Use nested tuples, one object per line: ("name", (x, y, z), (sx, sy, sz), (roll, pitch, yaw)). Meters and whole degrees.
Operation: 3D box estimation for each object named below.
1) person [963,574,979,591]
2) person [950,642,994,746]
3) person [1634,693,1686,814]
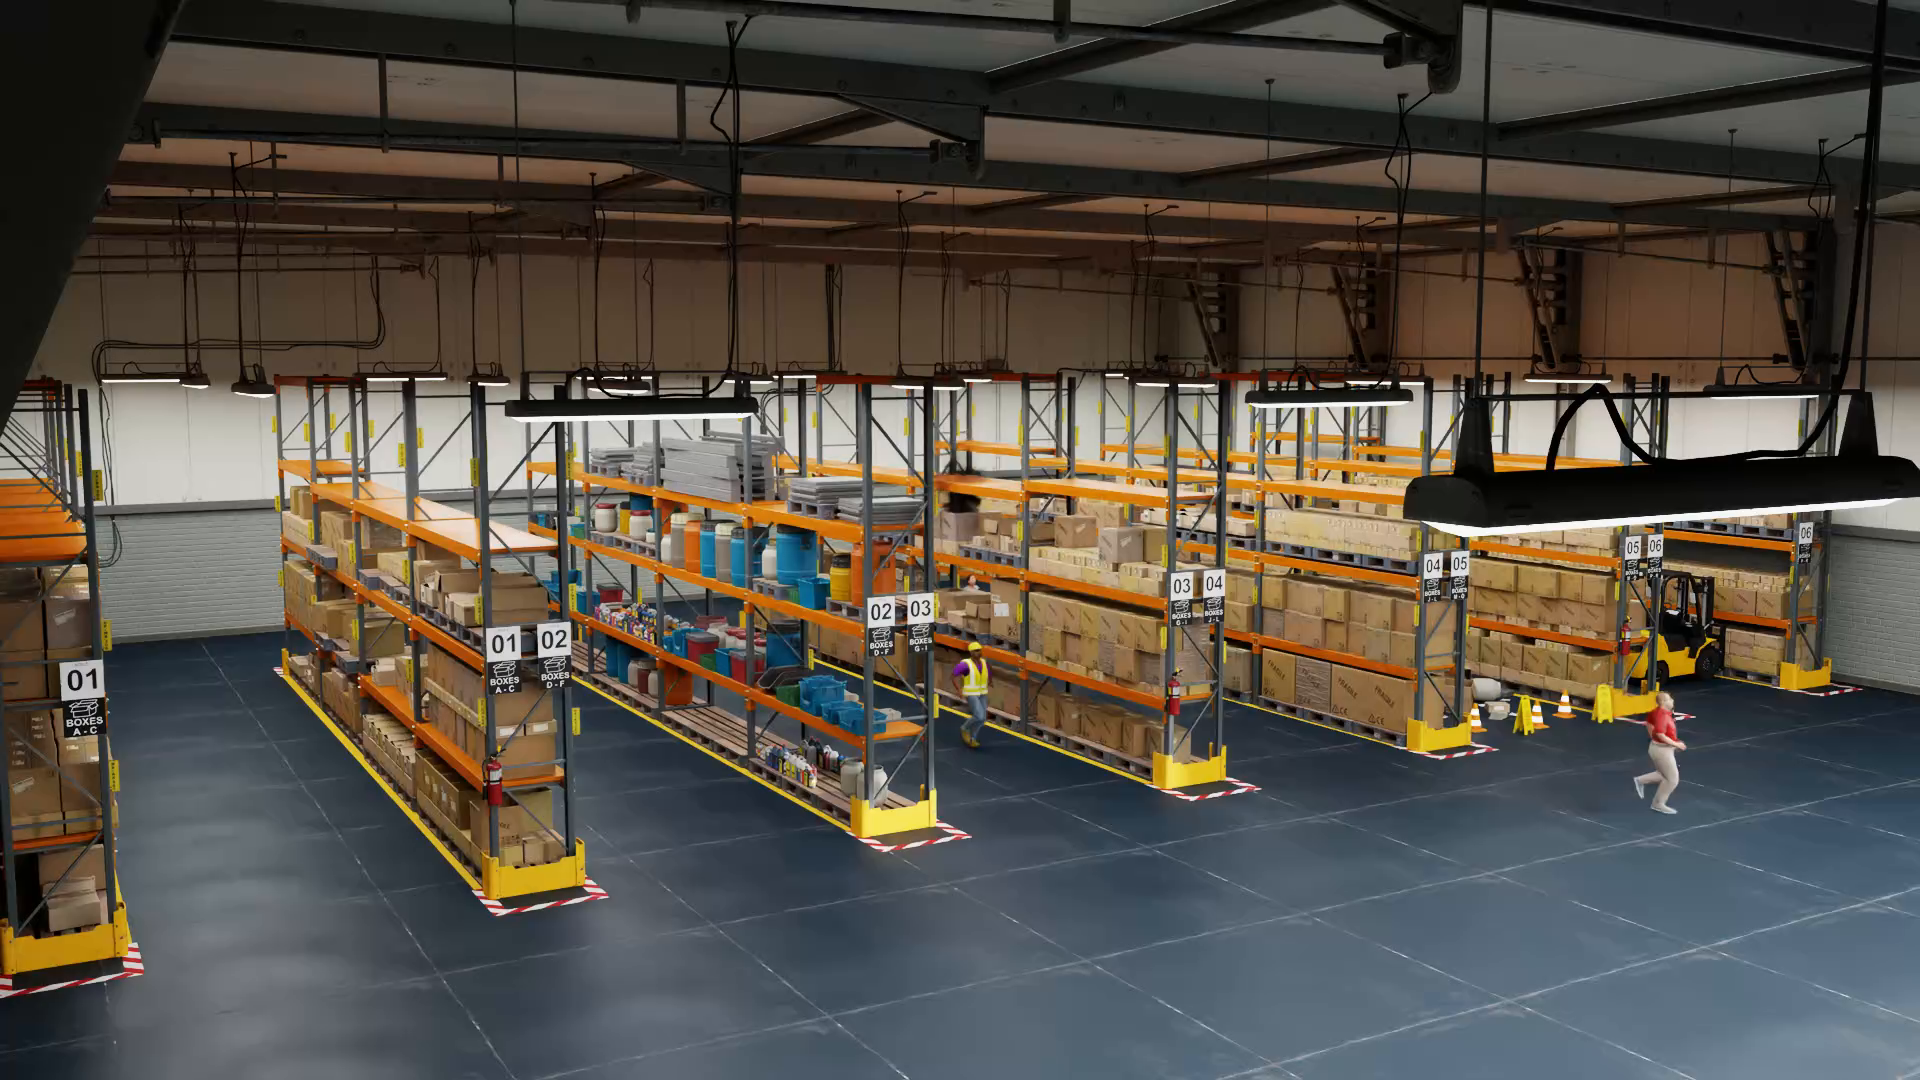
("person", (0.297, 1.575, 36.210), (0.541, 1.582, 0.555), (-4, 7, -32))
("person", (0.278, 2.516, 26.989), (0.690, 1.721, 0.588), (-5, 8, -38))
("person", (9.791, 2.965, 23.252), (0.627, 1.693, 0.697), (2, 6, 14))
